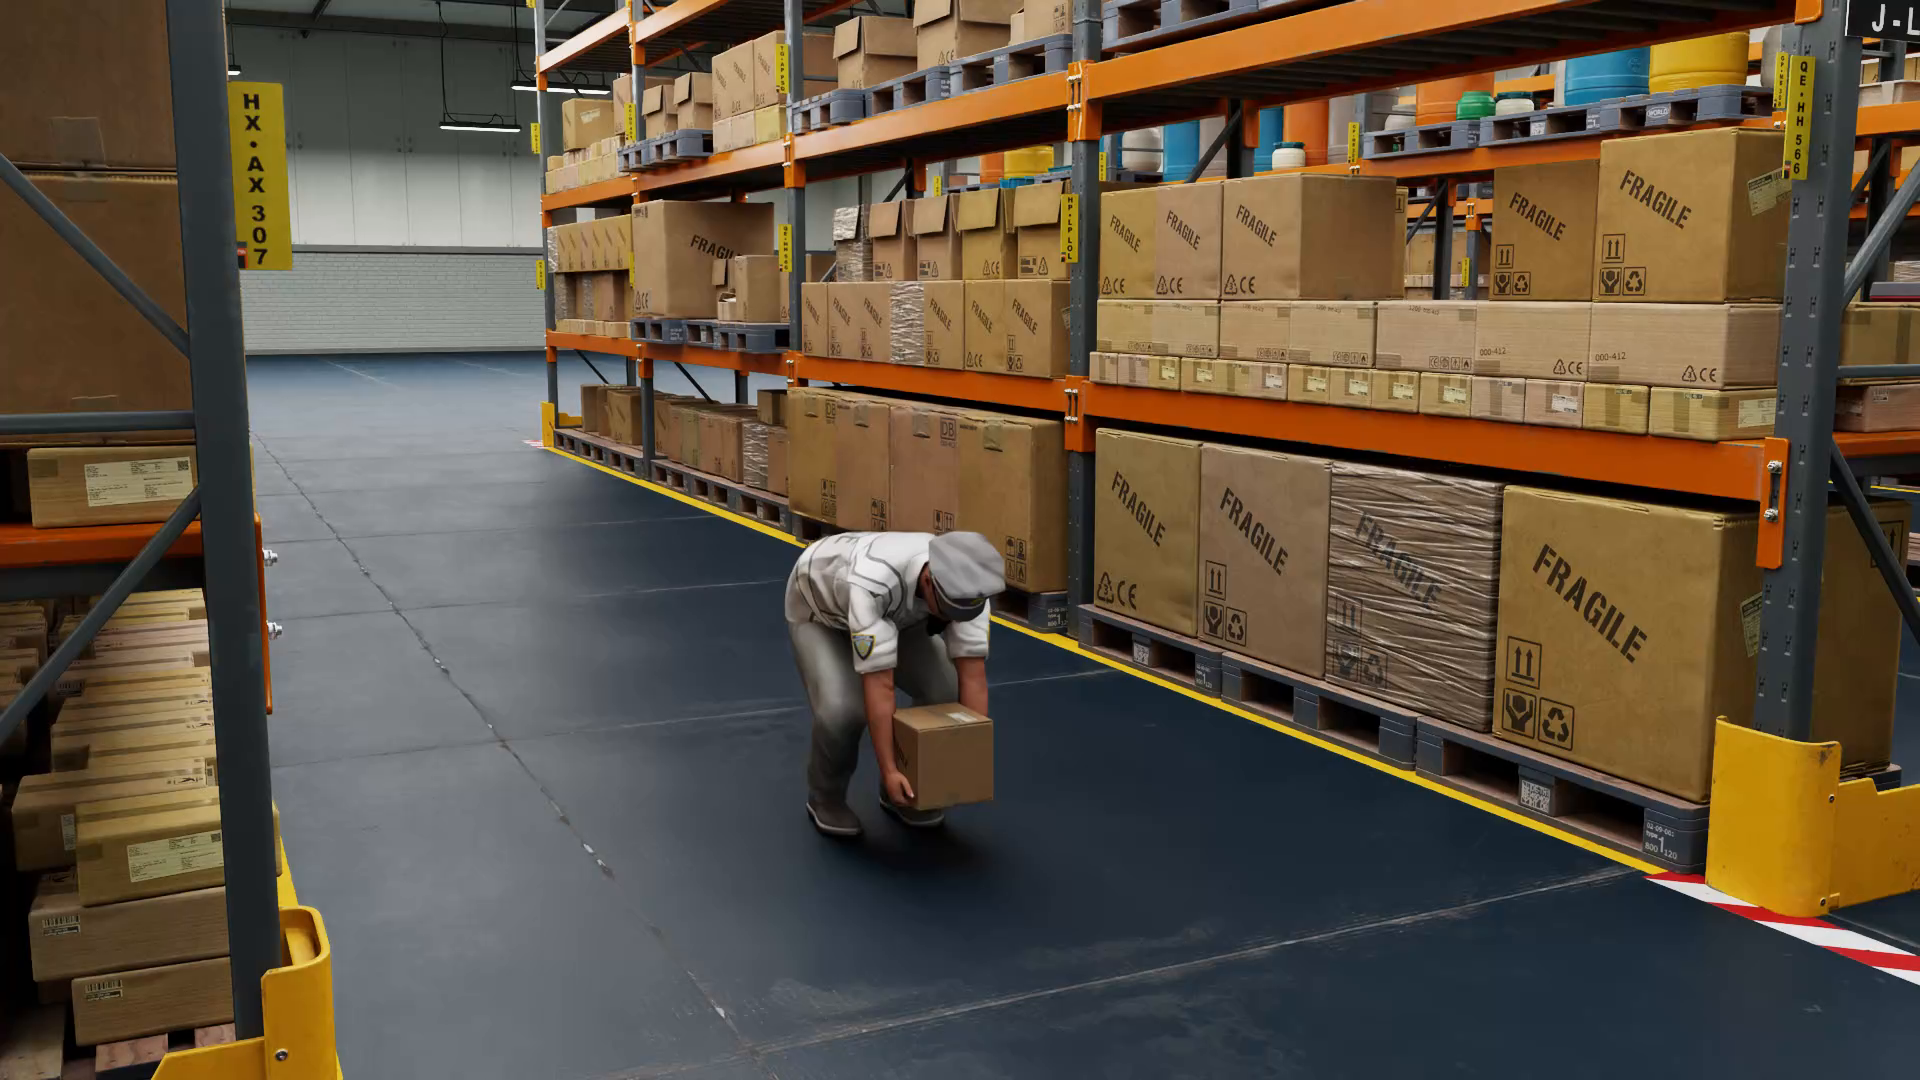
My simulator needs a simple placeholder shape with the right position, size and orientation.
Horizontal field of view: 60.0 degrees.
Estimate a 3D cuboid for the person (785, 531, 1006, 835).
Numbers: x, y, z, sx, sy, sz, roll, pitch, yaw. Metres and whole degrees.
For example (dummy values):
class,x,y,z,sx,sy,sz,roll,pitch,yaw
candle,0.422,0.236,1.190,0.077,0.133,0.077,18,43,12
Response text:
class,x,y,z,sx,sy,sz,roll,pitch,yaw
person,-0.207,0.442,5.295,0.528,1.035,1.026,-5,10,-28
